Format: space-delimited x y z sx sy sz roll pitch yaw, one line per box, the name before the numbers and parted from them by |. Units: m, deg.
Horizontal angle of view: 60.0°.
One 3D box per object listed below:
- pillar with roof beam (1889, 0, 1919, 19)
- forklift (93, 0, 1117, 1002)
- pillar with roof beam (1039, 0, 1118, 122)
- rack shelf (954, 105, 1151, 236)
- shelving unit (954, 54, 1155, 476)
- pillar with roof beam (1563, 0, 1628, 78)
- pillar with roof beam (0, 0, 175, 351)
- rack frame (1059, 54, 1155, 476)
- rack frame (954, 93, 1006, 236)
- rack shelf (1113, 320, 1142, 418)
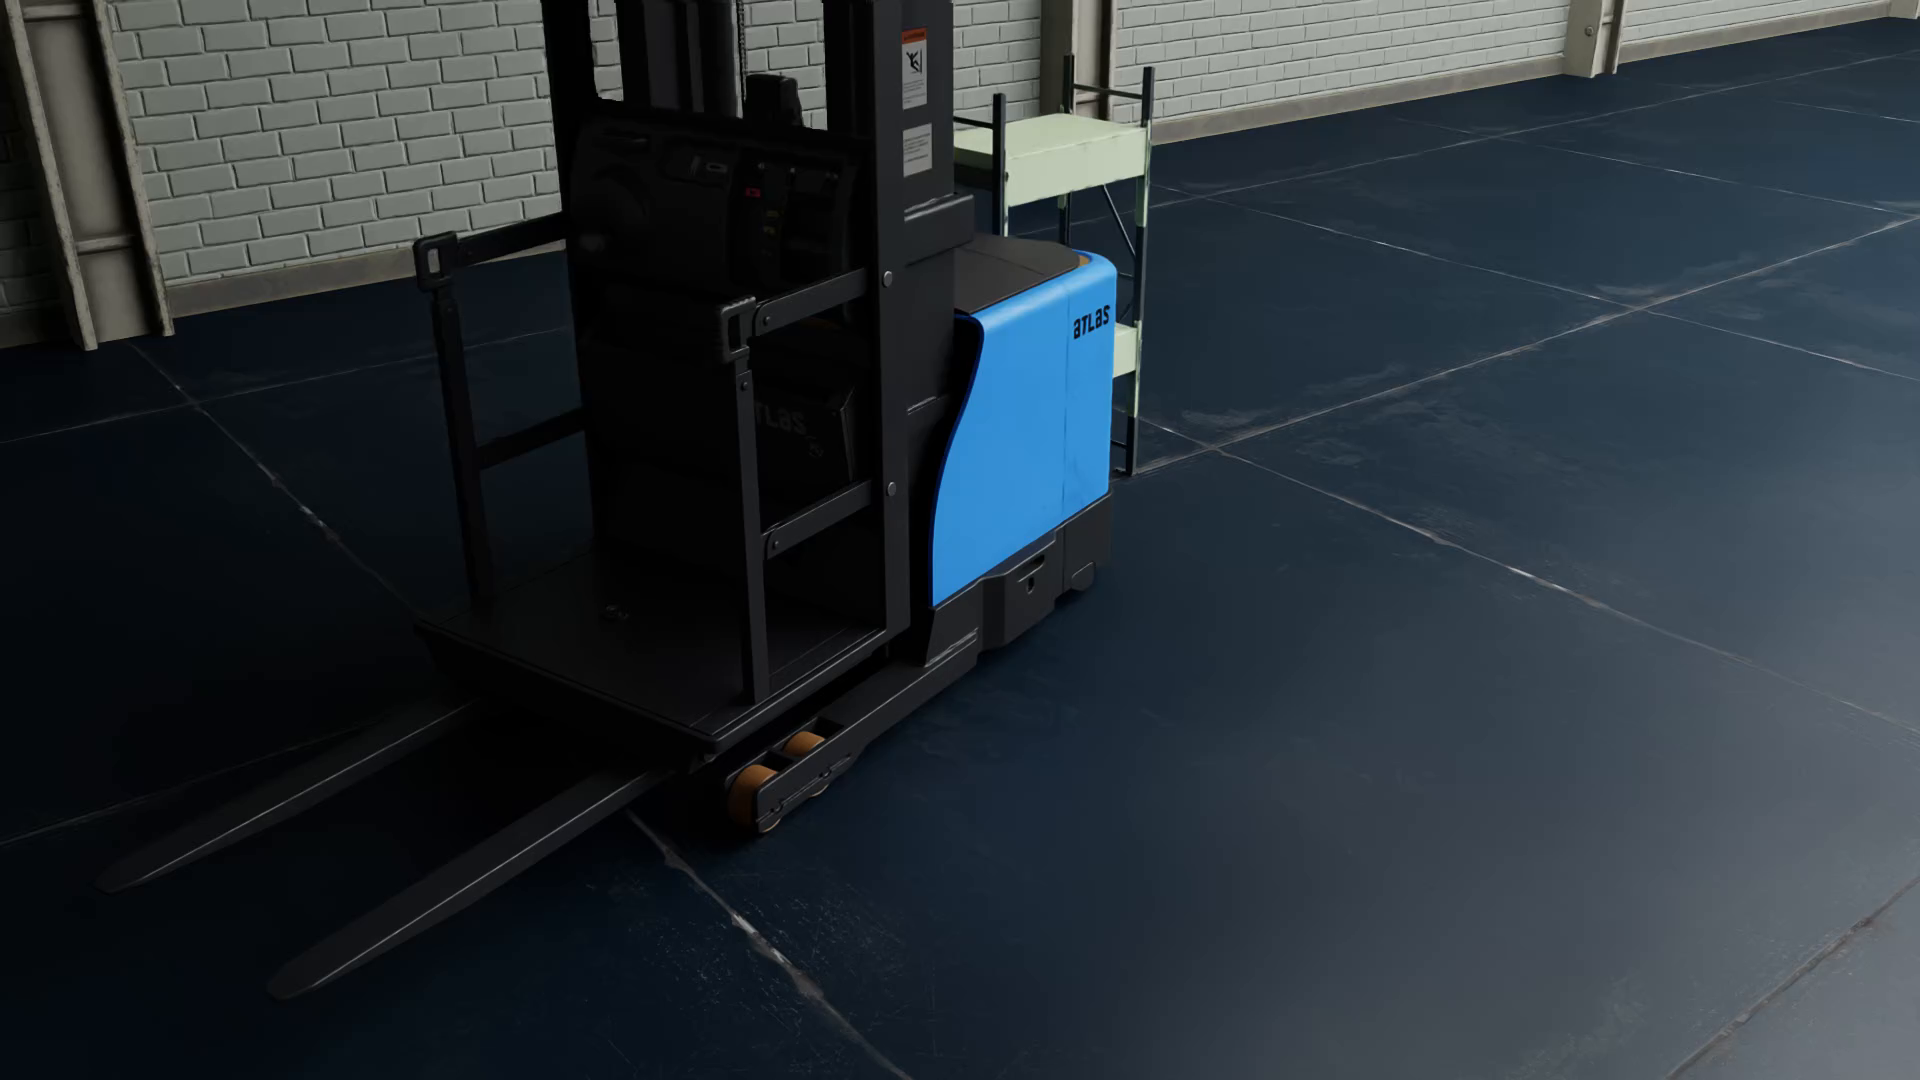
pillar with roof beam | 12.873 -8.299 12.943 0.400 9.000 9.100 -18 31 -34
forklift | -0.754 -0.826 4.047 1.130 2.935 3.031 16 29 31
pillar with roof beam | 3.430 -5.182 6.226 0.400 9.000 9.100 -18 31 -34
rack shelf | 0.255 -1.228 5.688 0.720 0.370 0.431 -23 33 -40
shelving unit | 0.255 -0.874 5.852 0.755 1.500 0.431 -23 33 -40
pillar with roof beam | 8.152 -6.741 9.584 0.400 9.000 9.100 -18 31 -34
pillar with roof beam | -1.291 -3.623 2.868 0.400 9.000 9.100 -18 31 -34
rack frame | 0.515 -0.982 6.085 0.023 1.500 0.400 -23 33 -40
rack frame | -0.005 -0.766 5.618 0.023 1.500 0.400 -23 33 -40
rack shelf | 0.255 -0.578 5.989 0.720 0.370 0.431 -23 33 -40
